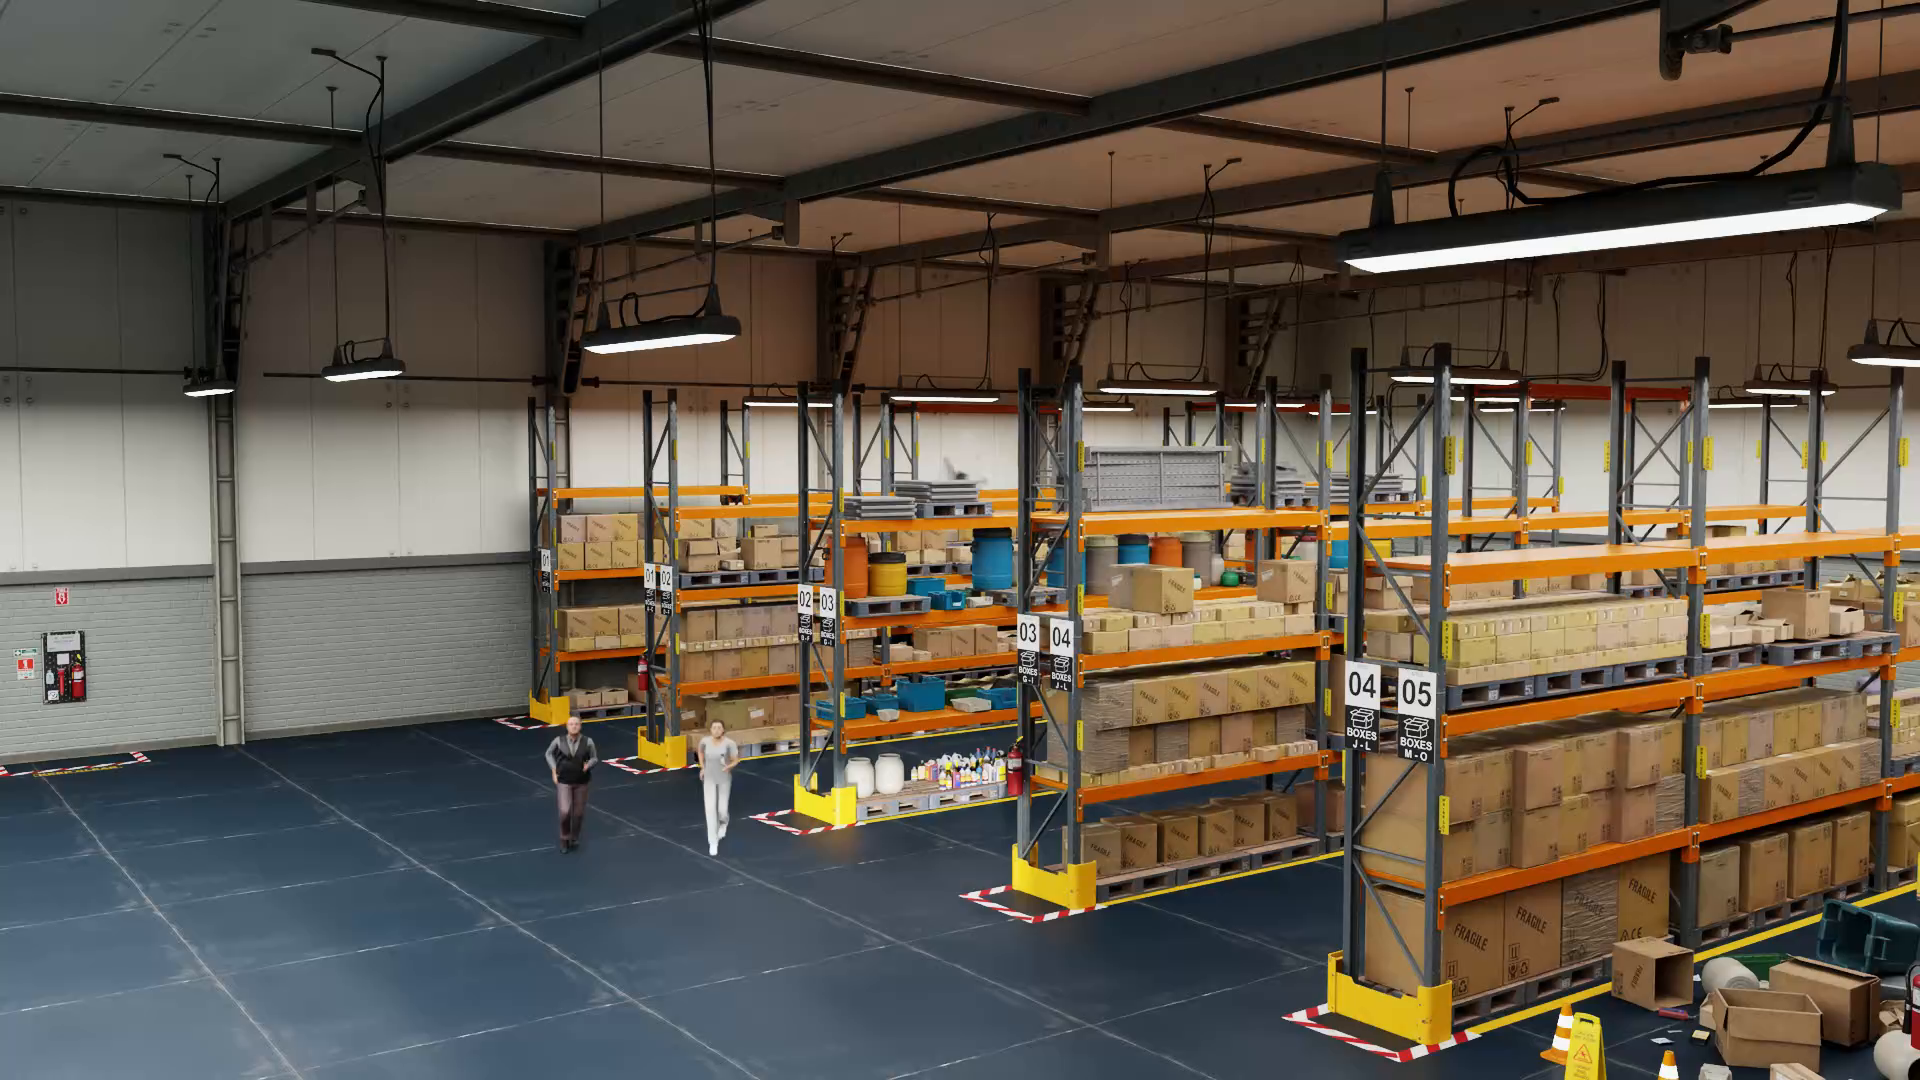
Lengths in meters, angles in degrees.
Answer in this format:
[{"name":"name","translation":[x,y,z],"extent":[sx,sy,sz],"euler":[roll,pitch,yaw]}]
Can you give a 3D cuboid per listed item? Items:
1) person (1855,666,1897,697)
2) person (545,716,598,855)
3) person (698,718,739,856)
[{"name":"person","translation":[14.781,2.781,26.834],"extent":[0.609,1.666,0.654],"euler":[2,4,25]},{"name":"person","translation":[-4.856,3.082,20.865],"extent":[0.633,1.733,0.722],"euler":[-1,4,-19]},{"name":"person","translation":[-3.075,3.077,21.174],"extent":[0.521,1.675,0.972],"euler":[0,3,-6]}]
